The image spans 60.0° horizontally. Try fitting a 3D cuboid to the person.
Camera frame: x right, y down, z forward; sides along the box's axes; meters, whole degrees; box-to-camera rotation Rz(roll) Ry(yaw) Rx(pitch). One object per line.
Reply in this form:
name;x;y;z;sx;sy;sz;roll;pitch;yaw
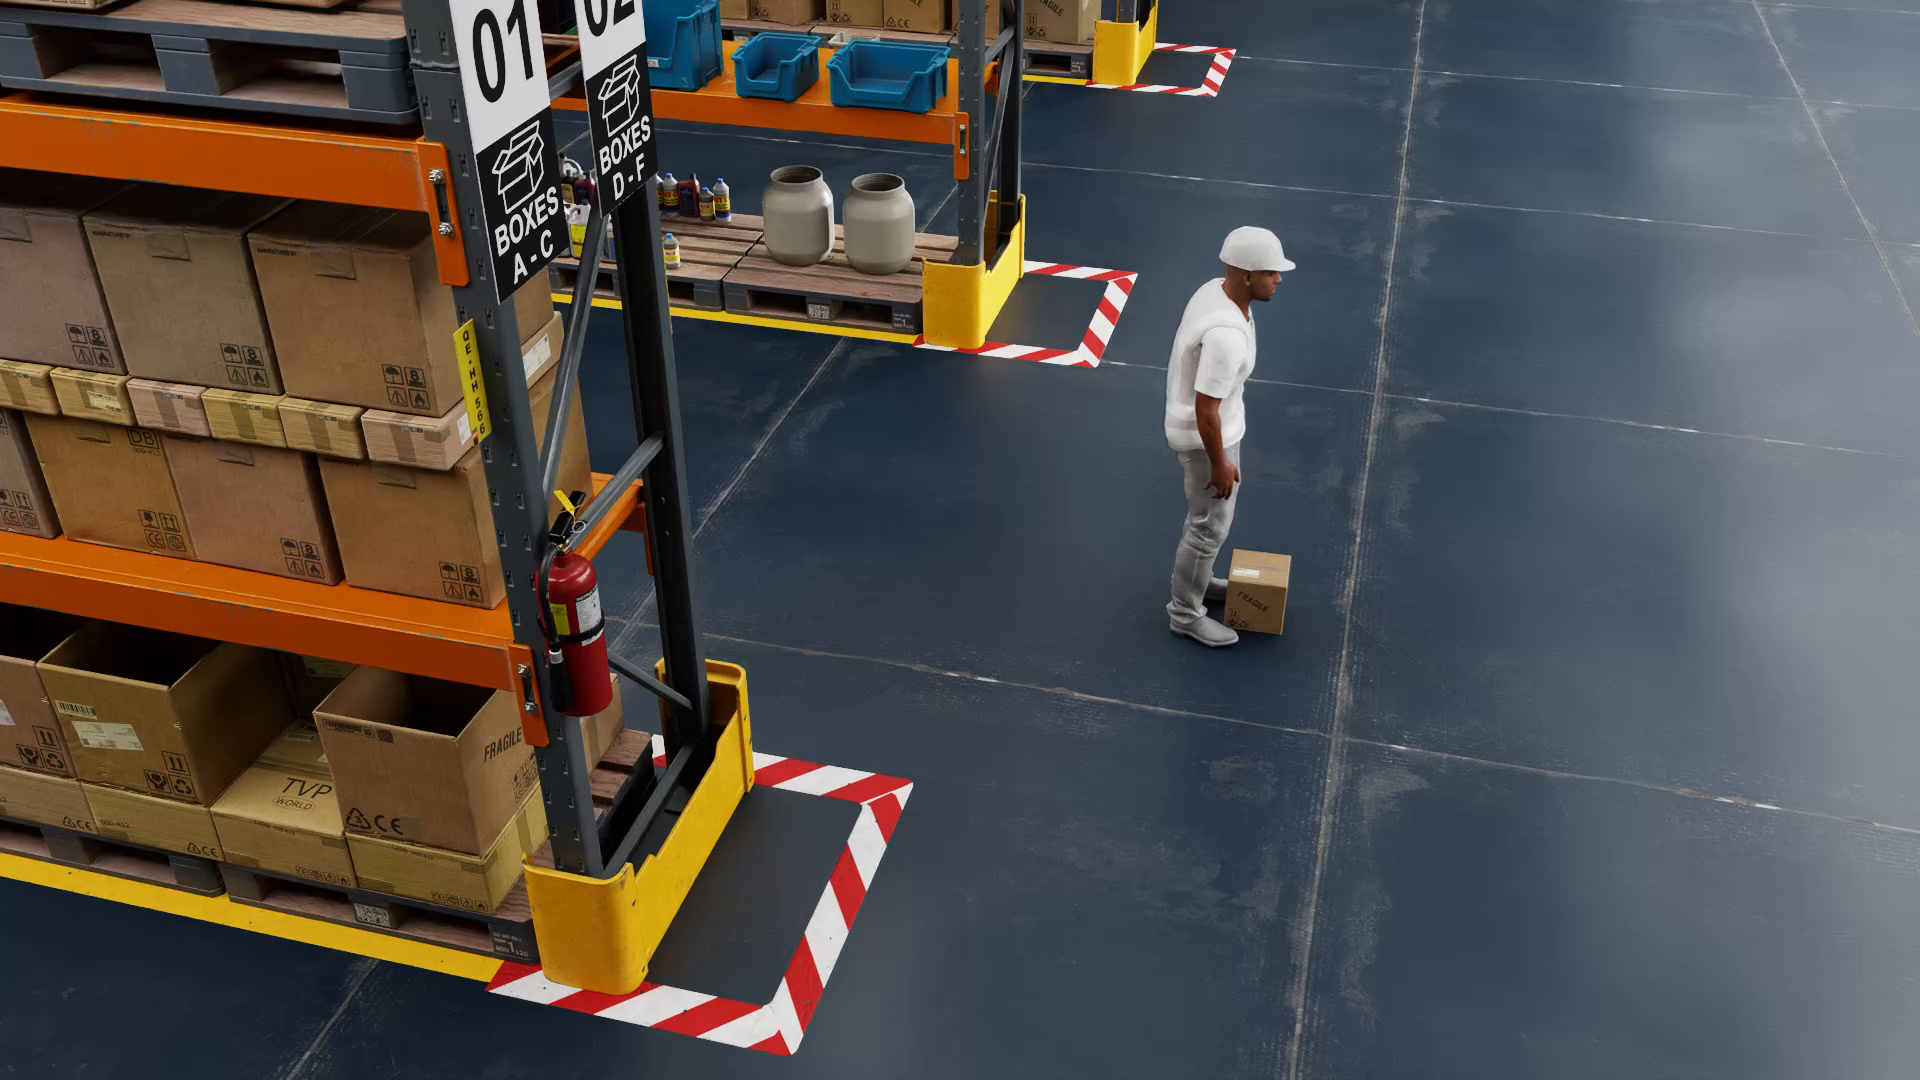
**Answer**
person;1.063;-0.444;6.814;0.454;1.761;0.636;7;33;10
